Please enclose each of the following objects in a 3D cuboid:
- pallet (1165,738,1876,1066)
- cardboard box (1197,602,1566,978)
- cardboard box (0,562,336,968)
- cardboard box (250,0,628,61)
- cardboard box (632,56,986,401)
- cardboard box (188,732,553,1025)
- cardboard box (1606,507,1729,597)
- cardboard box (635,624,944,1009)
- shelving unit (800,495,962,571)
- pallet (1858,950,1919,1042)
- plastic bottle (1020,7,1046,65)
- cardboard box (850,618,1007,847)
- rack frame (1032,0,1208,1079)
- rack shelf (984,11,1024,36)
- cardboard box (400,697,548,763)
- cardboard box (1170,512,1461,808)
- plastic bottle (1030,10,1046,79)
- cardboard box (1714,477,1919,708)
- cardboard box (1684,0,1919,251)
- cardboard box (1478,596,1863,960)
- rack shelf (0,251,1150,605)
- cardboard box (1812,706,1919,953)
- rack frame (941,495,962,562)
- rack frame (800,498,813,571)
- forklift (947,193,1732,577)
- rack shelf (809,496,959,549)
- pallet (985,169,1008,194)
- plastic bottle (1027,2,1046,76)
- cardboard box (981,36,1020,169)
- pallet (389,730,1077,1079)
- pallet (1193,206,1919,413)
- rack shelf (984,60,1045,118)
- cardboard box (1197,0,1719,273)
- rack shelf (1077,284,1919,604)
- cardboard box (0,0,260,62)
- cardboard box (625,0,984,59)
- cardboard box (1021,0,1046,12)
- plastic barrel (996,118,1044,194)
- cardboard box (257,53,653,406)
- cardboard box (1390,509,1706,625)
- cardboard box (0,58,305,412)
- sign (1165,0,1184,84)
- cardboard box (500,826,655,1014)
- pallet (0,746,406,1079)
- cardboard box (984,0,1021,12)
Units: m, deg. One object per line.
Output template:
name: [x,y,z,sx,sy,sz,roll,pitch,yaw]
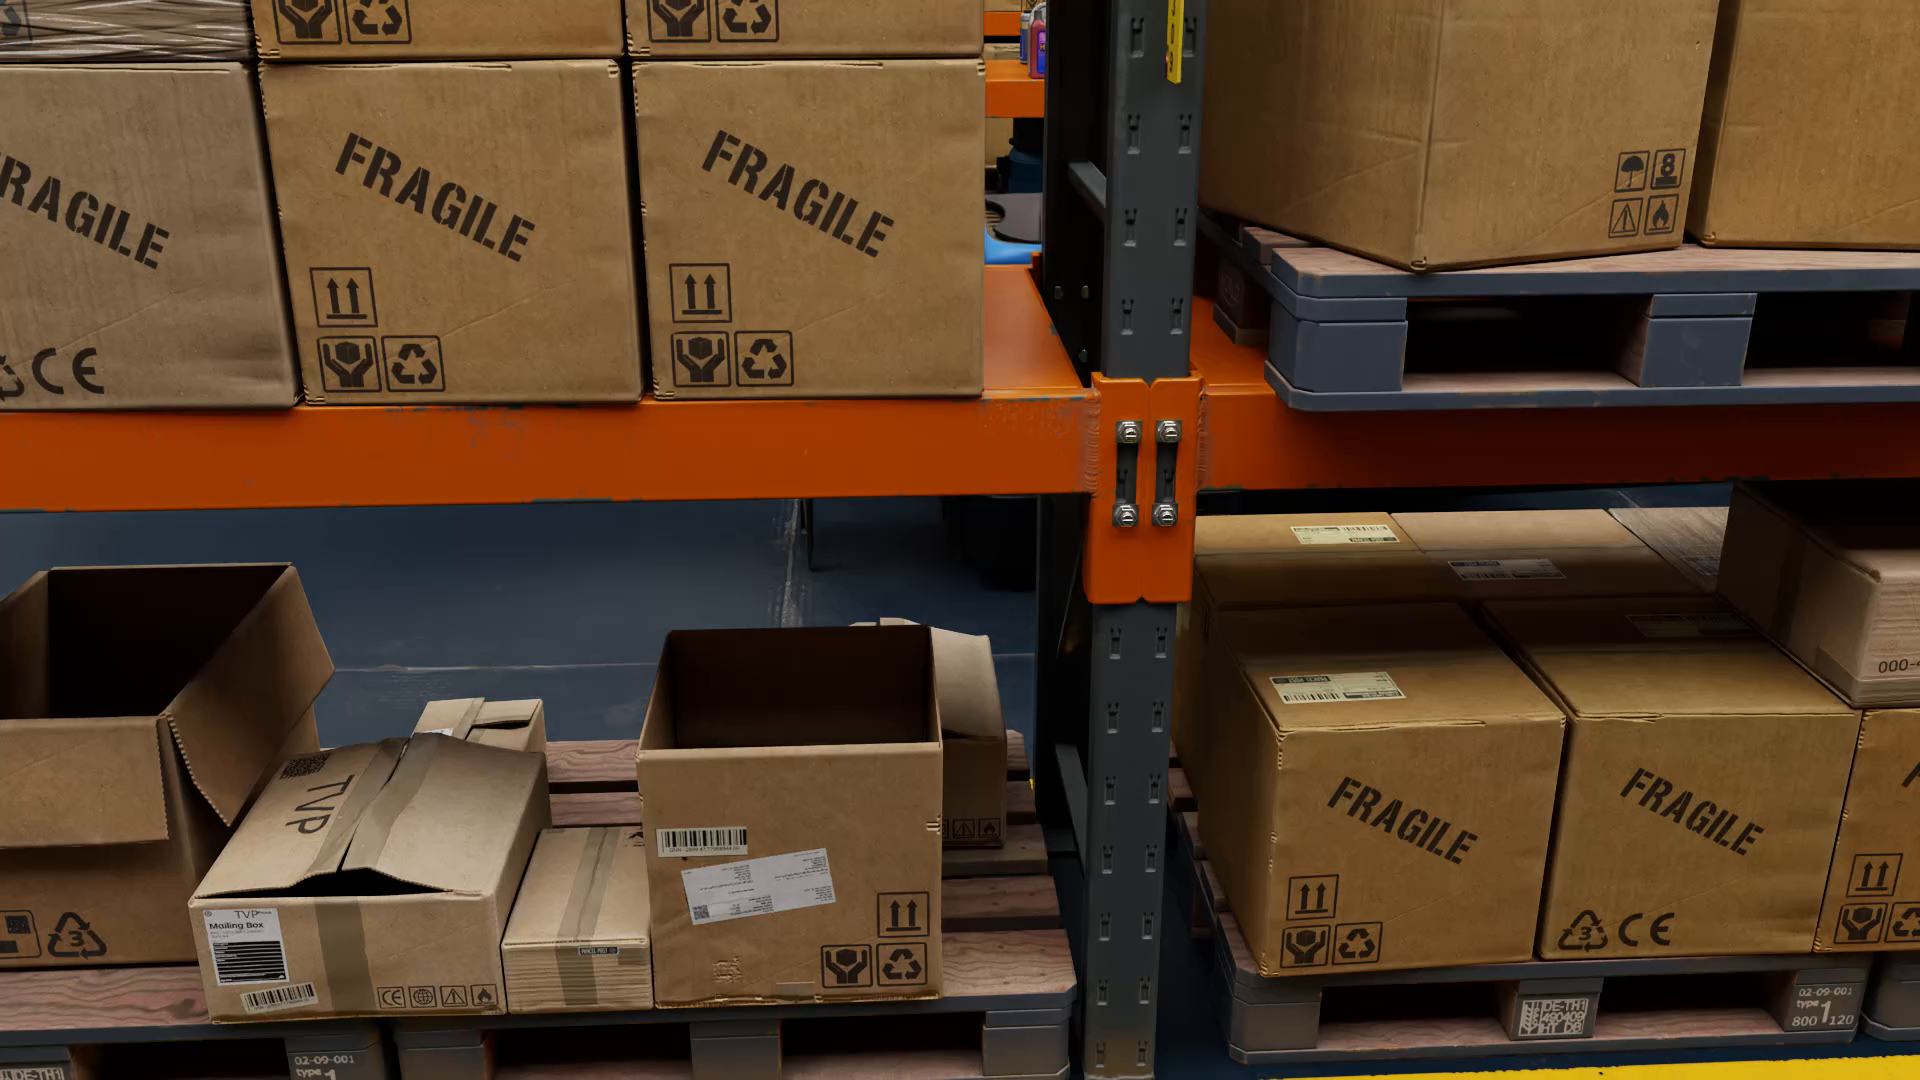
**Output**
pallet: [1.071,0.684,3.527,1.213,0.211,1.003,-1,21,-3]
cardboard box: [0.758,0.450,3.117,0.500,0.500,0.500,-2,21,-5]
cardboard box: [-1.614,0.412,3.213,0.637,0.503,0.797,-1,21,-3]
cardboard box: [-0.740,-0.989,2.458,0.500,0.500,0.500,-2,21,-4]
cardboard box: [-0.223,-0.534,2.669,0.500,0.500,0.500,-1,21,-2]
cardboard box: [-1.040,0.590,3.017,0.500,0.311,0.500,-1,21,-3]
cardboard box: [1.732,0.245,3.658,0.500,0.500,0.500,-1,21,-2]
cardboard box: [-0.291,0.486,3.024,0.500,0.500,0.500,-1,21,-3]
shelving unit: [-0.271,-0.966,5.207,0.503,2.100,0.431,-3,21,-8]
pallet: [2.292,0.658,3.595,1.213,0.211,1.003,-1,21,-3]
plastic bottle: [0.357,-2.414,7.919,0.135,0.276,0.152,-1,21,-3]
cardboard box: [-0.170,0.394,3.532,0.500,0.311,0.500,-1,21,-3]
rack frame: [0.261,-0.589,2.952,0.127,3.000,1.000,-1,21,-3]
rack shelf: [1.696,-3.813,12.430,4.000,0.370,1.077,-1,21,-3]
cardboard box: [-1.033,0.482,3.502,0.250,0.166,0.380,-1,21,-3]
cardboard box: [0.738,0.262,3.613,0.500,0.500,0.500,-1,21,-3]
plastic bottle: [0.373,-2.150,7.217,0.133,0.283,0.061,-1,21,-3]
cardboard box: [1.757,0.080,3.037,0.500,0.250,0.500,-1,21,-3]
cardboard box: [1.430,-0.799,2.772,0.500,0.500,0.700,2,21,6]
cardboard box: [1.290,0.436,3.156,0.500,0.500,0.500,-1,21,-2]
rack shelf: [-1.735,-0.212,2.974,4.000,0.370,1.077,-1,21,-3]
cardboard box: [1.789,0.428,3.176,0.500,0.500,0.500,-1,21,-2]
rack frame: [-0.029,-0.979,5.241,0.015,2.100,0.400,-3,21,-8]
rack frame: [-0.512,-0.953,5.173,0.015,2.100,0.400,-3,21,-8]
forklift: [1.477,-1.465,5.348,3.031,2.935,1.130,-3,21,-8]
rack shelf: [-0.271,-0.299,5.461,0.480,0.518,0.431,-3,21,-8]
pallet: [0.466,-2.847,12.803,1.213,0.211,1.003,-1,21,-3]
plastic bottle: [0.393,-2.218,7.302,0.185,0.351,0.144,-1,21,-3]
cardboard box: [0.337,-3.332,12.552,0.875,0.875,1.225,-1,21,-3]
pallet: [-0.424,0.728,3.413,1.213,0.211,1.003,-1,21,-3]
pallet: [1.065,-0.477,2.927,1.213,0.211,1.003,-1,21,-3]
rack shelf: [1.979,-2.053,7.809,4.000,0.370,1.077,-1,21,-3]
cardboard box: [0.747,-0.762,2.676,0.500,0.500,0.700,-9,22,-21]
rack shelf: [2.258,-0.293,3.187,4.000,0.370,1.077,-1,21,-3]
cardboard box: [-1.243,-0.979,2.432,0.500,0.500,0.500,-1,21,-3]
cardboard box: [-0.229,-1.001,2.488,0.500,0.500,0.500,-1,21,-3]
cardboard box: [0.675,-4.086,11.997,0.500,0.500,0.500,-1,21,-3]
plastic barrel: [0.526,-1.569,7.886,0.708,0.901,0.600,-1,21,-3]
cardboard box: [-0.738,-0.524,2.640,0.500,0.500,0.500,-1,21,-2]
cardboard box: [1.232,0.255,3.631,0.500,0.500,0.500,-1,21,-3]
cardboard box: [-1.250,-0.512,2.610,0.500,0.500,0.500,-1,21,-2]
sign: [0.300,-0.801,2.292,0.005,0.325,0.100,-1,21,-3]
cardboard box: [-0.662,0.679,3.010,0.250,0.149,0.380,-1,21,-3]
pallet: [-1.645,0.754,3.345,1.213,0.211,1.003,-1,21,-3]
cardboard box: [0.173,-4.075,11.969,0.500,0.500,0.500,-1,21,-3]
